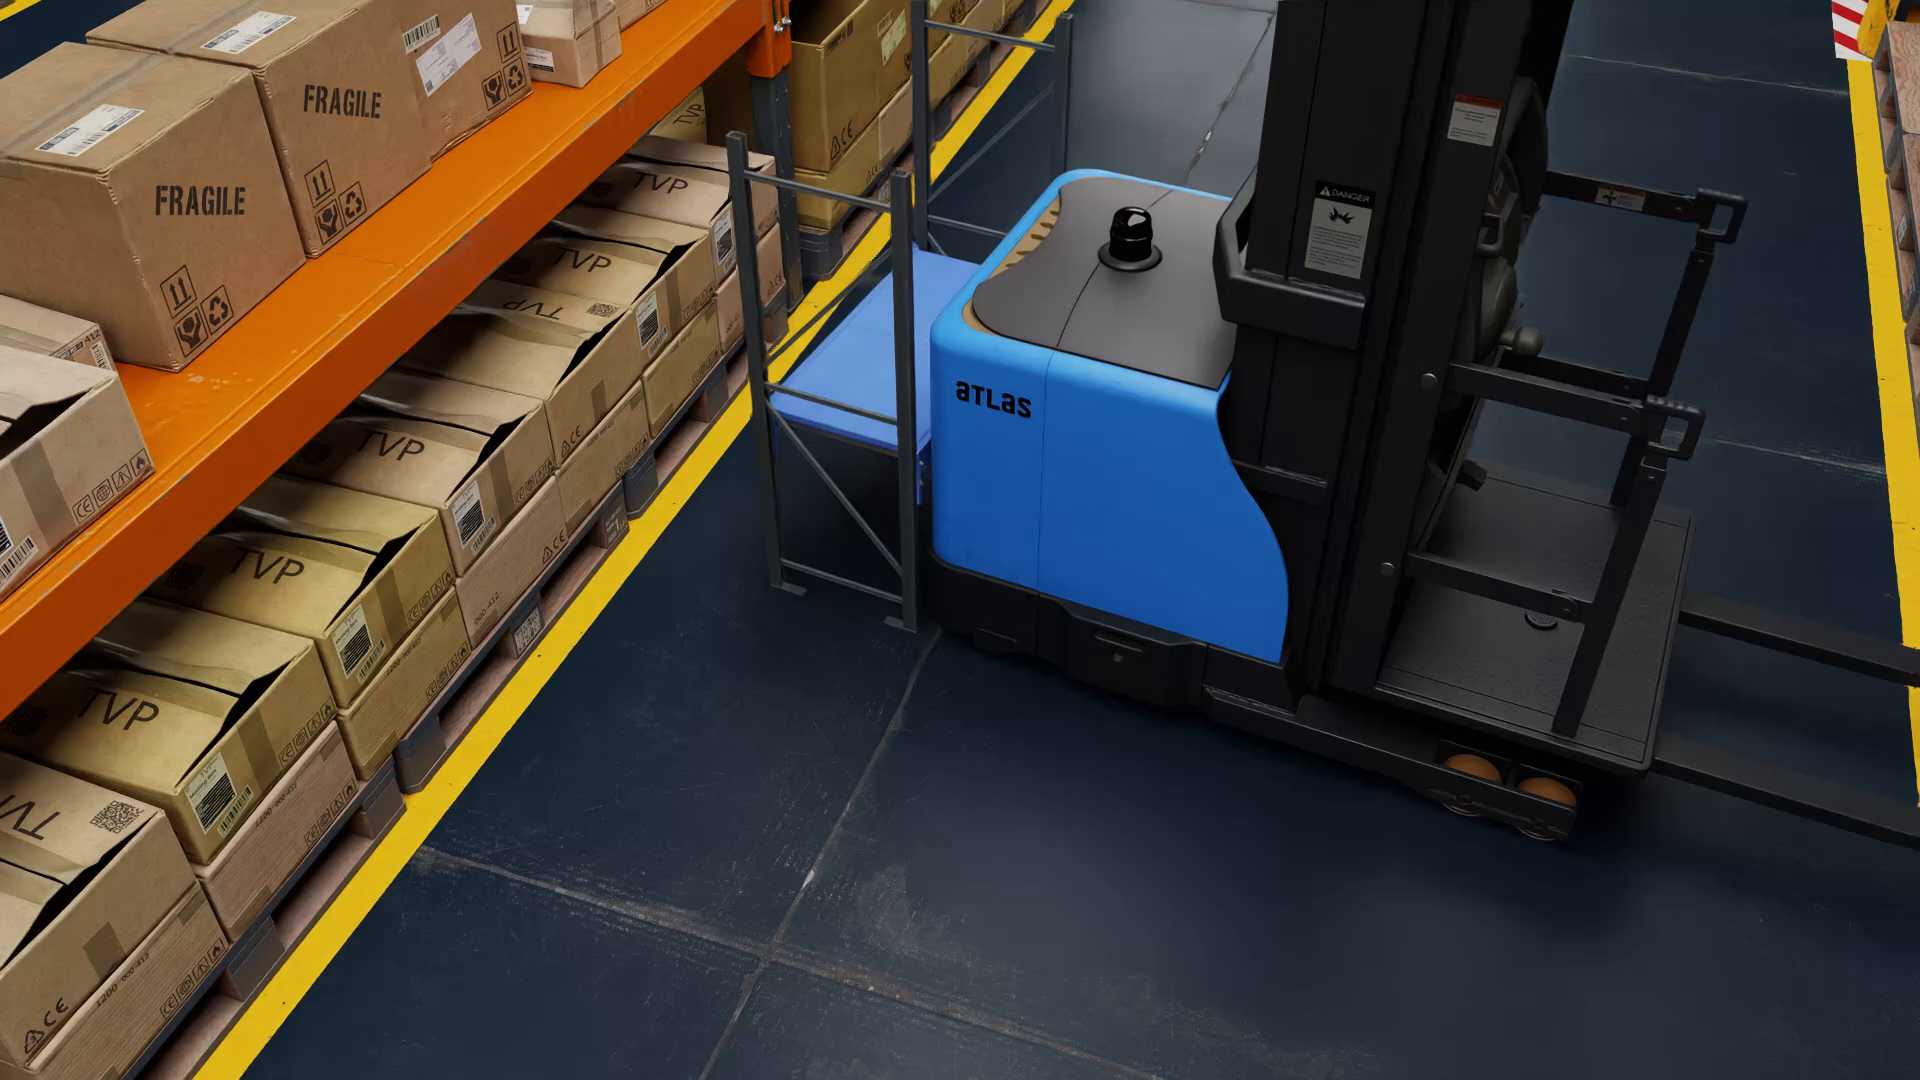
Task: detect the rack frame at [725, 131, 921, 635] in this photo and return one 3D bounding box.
[{"bbox_3d":[-0.349,-0.368,4.526,0.500,1.500,0.032,17,43,19],"label":"rack frame"}]

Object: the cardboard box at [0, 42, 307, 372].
[{"bbox_3d":[-1.893,-0.758,3.750,0.500,0.500,0.500,11,42,13],"label":"cardboard box"}]

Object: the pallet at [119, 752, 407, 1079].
[{"bbox_3d":[-2.133,0.875,4.062,1.003,0.211,1.213,13,42,15],"label":"pallet"}]

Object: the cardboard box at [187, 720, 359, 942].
[{"bbox_3d":[-1.825,0.633,3.992,0.500,0.250,0.500,12,42,14],"label":"cardboard box"}]

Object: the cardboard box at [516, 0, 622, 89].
[{"bbox_3d":[-1.212,-1.504,4.805,0.396,0.266,0.258,12,42,14],"label":"cardboard box"}]

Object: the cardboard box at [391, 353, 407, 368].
[{"bbox_3d":[-1.811,-0.643,5.055,0.500,0.311,0.500,12,42,14],"label":"cardboard box"}]

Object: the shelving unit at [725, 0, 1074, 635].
[{"bbox_3d":[-0.130,-0.666,4.875,0.538,1.500,1.048,17,43,19],"label":"shelving unit"}]

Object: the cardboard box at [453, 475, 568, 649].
[{"bbox_3d":[-1.477,0.002,4.732,0.500,0.250,0.500,14,42,16],"label":"cardboard box"}]

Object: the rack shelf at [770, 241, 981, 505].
[{"bbox_3d":[-0.130,-0.529,4.992,0.538,0.185,1.000,17,43,19],"label":"rack shelf"}]

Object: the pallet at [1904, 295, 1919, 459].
[{"bbox_3d":[3.769,-0.392,5.547,1.003,0.211,1.213,13,42,15],"label":"pallet"}]

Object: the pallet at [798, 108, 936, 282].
[{"bbox_3d":[-0.772,-1.547,6.901,1.003,0.211,1.213,13,42,15],"label":"pallet"}]

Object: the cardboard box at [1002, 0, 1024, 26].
[{"bbox_3d":[0.050,-2.680,7.875,0.500,0.250,0.500,13,42,15],"label":"cardboard box"}]

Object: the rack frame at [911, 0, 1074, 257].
[{"bbox_3d":[0.088,-0.964,5.224,0.500,1.500,0.032,17,43,19],"label":"rack frame"}]

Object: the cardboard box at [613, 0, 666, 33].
[{"bbox_3d":[-1.211,-1.765,5.124,0.500,0.250,0.500,16,43,18],"label":"cardboard box"}]

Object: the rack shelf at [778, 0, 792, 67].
[{"bbox_3d":[-0.400,-3.078,7.101,1.077,0.370,4.000,13,42,15],"label":"rack shelf"}]

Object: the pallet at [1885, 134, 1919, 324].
[{"bbox_3d":[4.185,-1.138,6.422,1.003,0.211,1.213,13,42,15],"label":"pallet"}]

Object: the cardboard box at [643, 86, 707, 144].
[{"bbox_3d":[-1.130,-1.577,6.583,0.500,0.250,0.500,13,42,15],"label":"cardboard box"}]

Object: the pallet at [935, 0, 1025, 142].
[{"bbox_3d":[-0.357,-2.294,7.776,1.003,0.211,1.213,13,42,15],"label":"pallet"}]

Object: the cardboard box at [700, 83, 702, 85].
[{"bbox_3d":[-0.948,-2.165,6.694,0.500,0.500,0.500,13,42,15],"label":"cardboard box"}]

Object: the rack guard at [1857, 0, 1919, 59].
[{"bbox_3d":[4.915,-2.478,7.769,1.175,0.500,0.348,13,42,15],"label":"rack guard"}]

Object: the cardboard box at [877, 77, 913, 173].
[{"bbox_3d":[-0.464,-1.765,6.803,0.500,0.250,0.500,13,42,15],"label":"cardboard box"}]

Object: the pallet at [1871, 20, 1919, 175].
[{"bbox_3d":[4.604,-1.880,7.291,1.003,0.211,1.213,13,42,15],"label":"pallet"}]

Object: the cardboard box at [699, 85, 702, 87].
[{"bbox_3d":[-0.950,-1.880,6.938,0.500,0.250,0.500,13,42,15],"label":"cardboard box"}]

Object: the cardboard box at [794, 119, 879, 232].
[{"bbox_3d":[-0.640,-1.462,6.447,0.500,0.250,0.500,13,42,15],"label":"cardboard box"}]

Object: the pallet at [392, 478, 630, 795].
[{"bbox_3d":[-1.714,0.133,4.931,1.003,0.211,1.213,13,42,15],"label":"pallet"}]

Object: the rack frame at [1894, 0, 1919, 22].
[{"bbox_3d":[4.941,-3.475,7.012,1.000,3.000,0.127,13,42,15],"label":"rack frame"}]

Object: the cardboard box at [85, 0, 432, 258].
[{"bbox_3d":[-1.713,-1.079,4.126,0.500,0.500,0.500,13,42,15],"label":"cardboard box"}]

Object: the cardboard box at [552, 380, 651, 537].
[{"bbox_3d":[-1.302,-0.309,5.095,0.500,0.250,0.500,14,42,16],"label":"cardboard box"}]

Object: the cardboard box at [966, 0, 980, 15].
[{"bbox_3d":[-0.120,-2.660,7.274,0.500,0.500,0.500,13,42,15],"label":"cardboard box"}]

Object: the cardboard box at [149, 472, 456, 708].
[{"bbox_3d":[-1.648,0.093,4.193,0.500,0.311,0.500,12,42,14],"label":"cardboard box"}]

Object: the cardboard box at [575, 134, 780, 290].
[{"bbox_3d":[-0.953,-1.149,5.648,0.500,0.311,0.500,13,42,15],"label":"cardboard box"}]

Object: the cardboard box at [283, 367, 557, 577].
[{"bbox_3d":[-1.473,-0.220,4.560,0.500,0.311,0.500,13,42,15],"label":"cardboard box"}]

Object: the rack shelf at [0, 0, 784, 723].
[{"bbox_3d":[-1.767,-0.639,4.242,1.077,0.370,4.000,13,42,15],"label":"rack shelf"}]

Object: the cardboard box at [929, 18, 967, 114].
[{"bbox_3d":[-0.288,-2.069,7.159,0.500,0.250,0.500,13,42,15],"label":"cardboard box"}]

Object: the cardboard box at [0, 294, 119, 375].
[{"bbox_3d":[-2.068,-0.387,3.587,0.380,0.149,0.250,16,43,18],"label":"cardboard box"}]

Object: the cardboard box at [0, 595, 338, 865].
[{"bbox_3d":[-1.825,0.404,3.829,0.500,0.311,0.500,12,42,14],"label":"cardboard box"}]

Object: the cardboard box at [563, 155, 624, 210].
[{"bbox_3d":[-1.459,-1.263,5.782,0.500,0.311,0.500,13,42,15],"label":"cardboard box"}]

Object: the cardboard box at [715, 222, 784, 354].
[{"bbox_3d":[-0.953,-0.929,5.822,0.500,0.250,0.500,13,42,15],"label":"cardboard box"}]

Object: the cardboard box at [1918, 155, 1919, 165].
[{"bbox_3d":[4.127,-1.505,6.290,0.700,0.500,0.500,11,42,12],"label":"cardboard box"}]

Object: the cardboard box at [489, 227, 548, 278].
[{"bbox_3d":[-1.635,-0.958,5.425,0.500,0.311,0.500,13,42,15],"label":"cardboard box"}]

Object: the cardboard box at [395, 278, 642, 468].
[{"bbox_3d":[-1.298,-0.526,4.919,0.500,0.311,0.500,13,42,15],"label":"cardboard box"}]

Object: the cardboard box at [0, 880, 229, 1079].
[{"bbox_3d":[-1.996,0.939,3.633,0.500,0.250,0.500,13,42,15],"label":"cardboard box"}]

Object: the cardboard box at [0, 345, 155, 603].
[{"bbox_3d":[-1.964,-0.161,3.197,0.500,0.311,0.500,13,42,15],"label":"cardboard box"}]

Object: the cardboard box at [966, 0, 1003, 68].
[{"bbox_3d":[-0.123,-2.376,7.518,0.500,0.250,0.500,13,42,15],"label":"cardboard box"}]

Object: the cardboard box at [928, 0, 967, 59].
[{"bbox_3d":[-0.289,-2.355,6.916,0.500,0.500,0.500,13,42,15],"label":"cardboard box"}]

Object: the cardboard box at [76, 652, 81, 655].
[{"bbox_3d":[-2.332,0.288,3.965,0.500,0.311,0.500,13,42,14],"label":"cardboard box"}]

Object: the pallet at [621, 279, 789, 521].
[{"bbox_3d":[-1.299,-0.613,5.806,1.003,0.211,1.213,13,42,15],"label":"pallet"}]

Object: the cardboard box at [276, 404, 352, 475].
[{"bbox_3d":[-1.983,-0.325,4.682,0.500,0.311,0.500,14,43,16],"label":"cardboard box"}]

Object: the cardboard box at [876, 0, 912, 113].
[{"bbox_3d":[-0.467,-2.051,6.561,0.500,0.500,0.500,13,42,15],"label":"cardboard box"}]

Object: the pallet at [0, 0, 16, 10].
[{"bbox_3d":[-5.468,-2.574,8.104,1.003,0.211,1.213,13,42,15],"label":"pallet"}]

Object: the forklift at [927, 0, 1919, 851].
[{"bbox_3d":[1.467,-0.729,3.846,3.031,2.935,1.130,17,43,18],"label":"forklift"}]

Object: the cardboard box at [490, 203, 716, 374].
[{"bbox_3d":[-1.125,-0.830,5.275,0.500,0.311,0.500,14,43,16],"label":"cardboard box"}]

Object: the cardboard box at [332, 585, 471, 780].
[{"bbox_3d":[-1.653,0.314,4.366,0.500,0.250,0.500,12,42,14],"label":"cardboard box"}]

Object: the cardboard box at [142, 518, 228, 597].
[{"bbox_3d":[-2.157,-0.020,4.325,0.500,0.311,0.500,13,42,15],"label":"cardboard box"}]

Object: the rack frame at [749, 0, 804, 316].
[{"bbox_3d":[-1.084,-2.132,5.438,1.000,3.000,0.127,13,42,15],"label":"rack frame"}]

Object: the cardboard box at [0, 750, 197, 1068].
[{"bbox_3d":[-1.996,0.726,3.451,0.500,0.311,0.500,15,43,17],"label":"cardboard box"}]

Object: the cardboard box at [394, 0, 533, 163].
[{"bbox_3d":[-1.542,-1.384,4.484,0.500,0.500,0.500,16,43,18],"label":"cardboard box"}]

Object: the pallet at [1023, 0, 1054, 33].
[{"bbox_3d":[0.062,-3.036,8.645,1.003,0.211,1.213,13,42,15],"label":"pallet"}]

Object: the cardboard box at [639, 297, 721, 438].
[{"bbox_3d":[-1.128,-0.621,5.461,0.500,0.250,0.500,13,42,14],"label":"cardboard box"}]

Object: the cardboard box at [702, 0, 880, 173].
[{"bbox_3d":[-0.631,-1.745,6.201,0.500,0.500,0.500,13,42,15],"label":"cardboard box"}]
